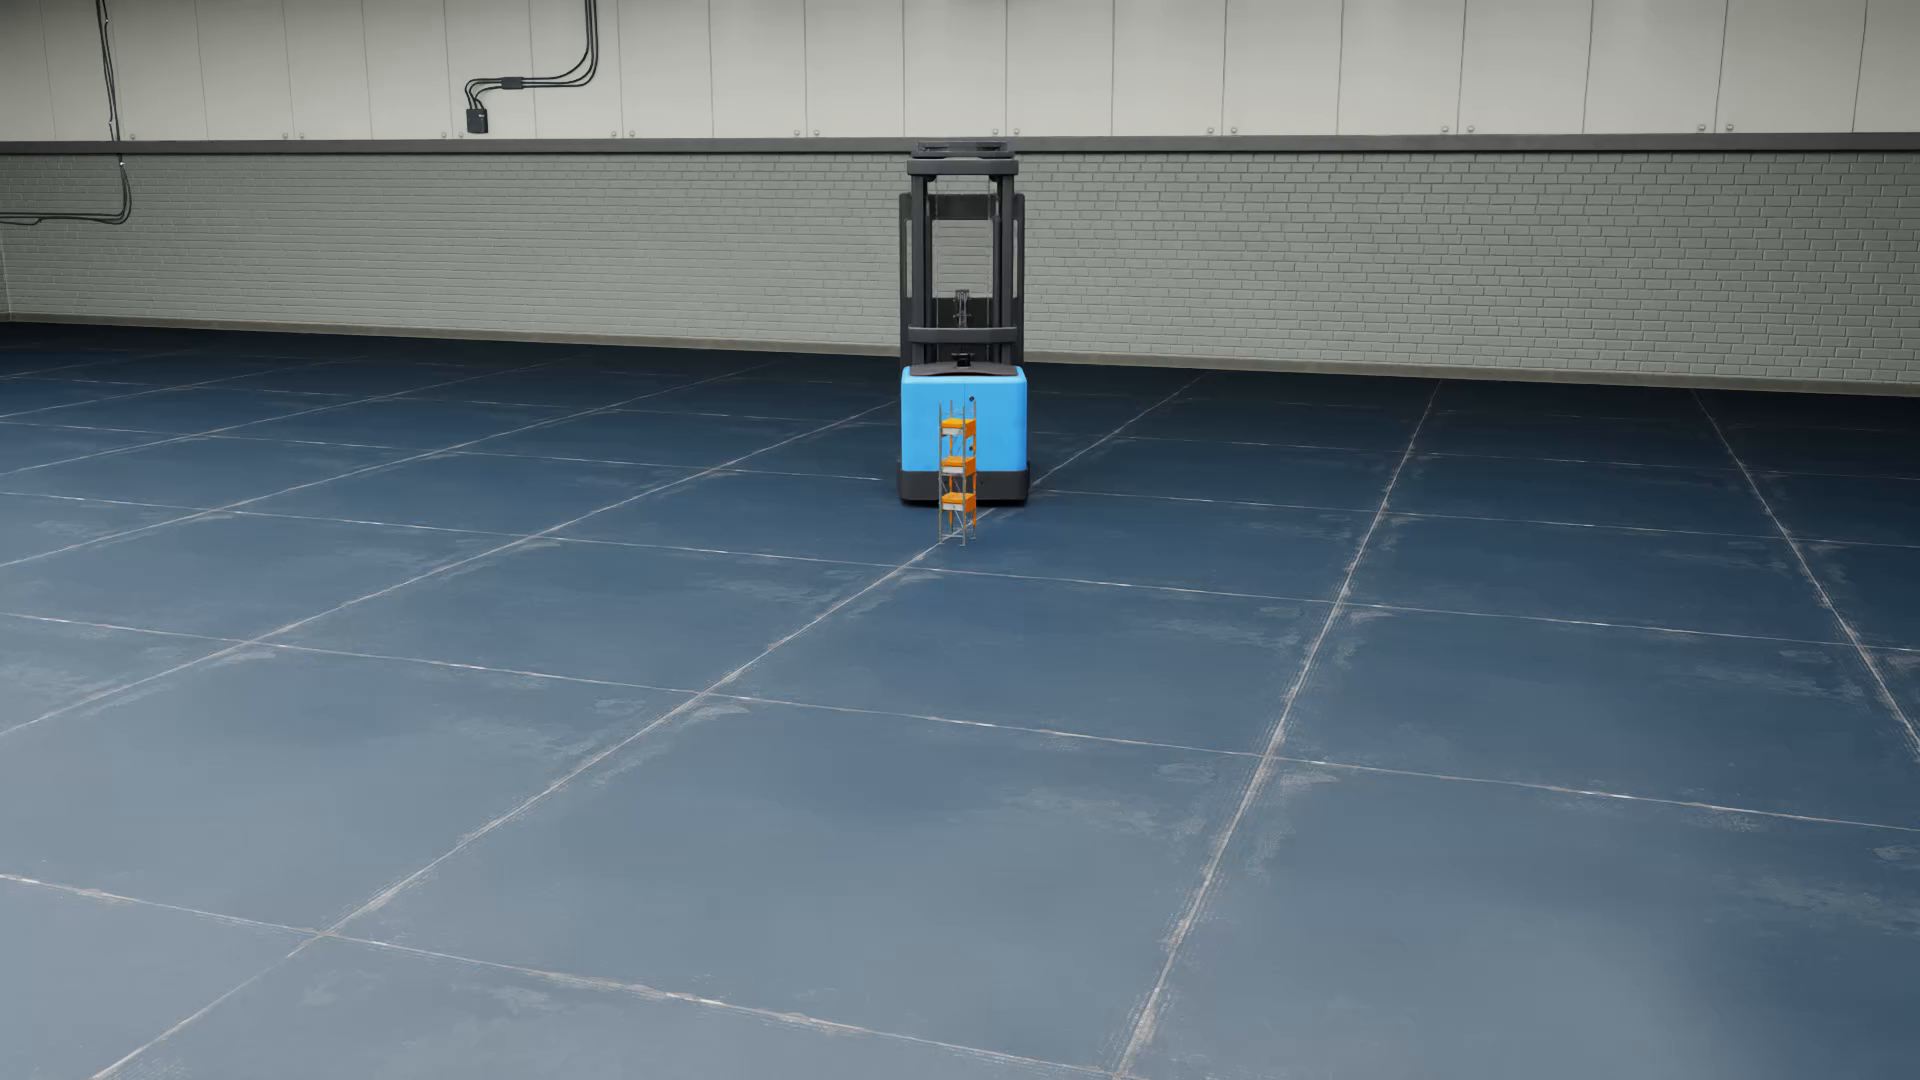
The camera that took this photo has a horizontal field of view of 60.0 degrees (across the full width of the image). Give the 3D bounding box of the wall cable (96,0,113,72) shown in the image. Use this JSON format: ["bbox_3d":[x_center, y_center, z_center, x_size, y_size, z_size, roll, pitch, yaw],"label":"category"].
[{"bbox_3d":[-12.900,-8.908,26.921,3.097,2.526,0.112,4,14,18],"label":"wall cable"}]

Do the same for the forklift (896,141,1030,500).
[{"bbox_3d":[0.012,-2.022,14.759,1.130,2.935,3.031,0,13,-1],"label":"forklift"}]

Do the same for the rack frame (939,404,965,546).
[{"bbox_3d":[-0.057,-0.475,12.209,0.200,1.050,0.008,4,14,18],"label":"rack frame"}]

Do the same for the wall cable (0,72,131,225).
[{"bbox_3d":[-15.460,-6.640,28.336,3.097,2.526,0.112,4,14,18],"label":"wall cable"}]

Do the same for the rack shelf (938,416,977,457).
[{"bbox_3d":[-0.017,-0.767,12.261,0.215,0.259,0.240,4,14,18],"label":"rack shelf"}]

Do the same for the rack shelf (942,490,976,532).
[{"bbox_3d":[-0.017,-0.219,12.386,0.215,0.259,0.240,4,14,18],"label":"rack shelf"}]

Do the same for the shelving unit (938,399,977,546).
[{"bbox_3d":[-0.017,-0.501,12.322,0.215,1.050,0.252,4,14,18],"label":"shelving unit"}]

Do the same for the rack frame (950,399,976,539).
[{"bbox_3d":[0.022,-0.526,12.434,0.200,1.050,0.008,4,14,18],"label":"rack frame"}]

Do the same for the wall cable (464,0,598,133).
[{"bbox_3d":[-6.482,-9.125,24.603,2.305,6.003,0.169,4,14,18],"label":"wall cable"}]

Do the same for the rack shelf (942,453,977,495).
[{"bbox_3d":[-0.017,-0.490,12.324,0.215,0.259,0.240,4,14,18],"label":"rack shelf"}]
